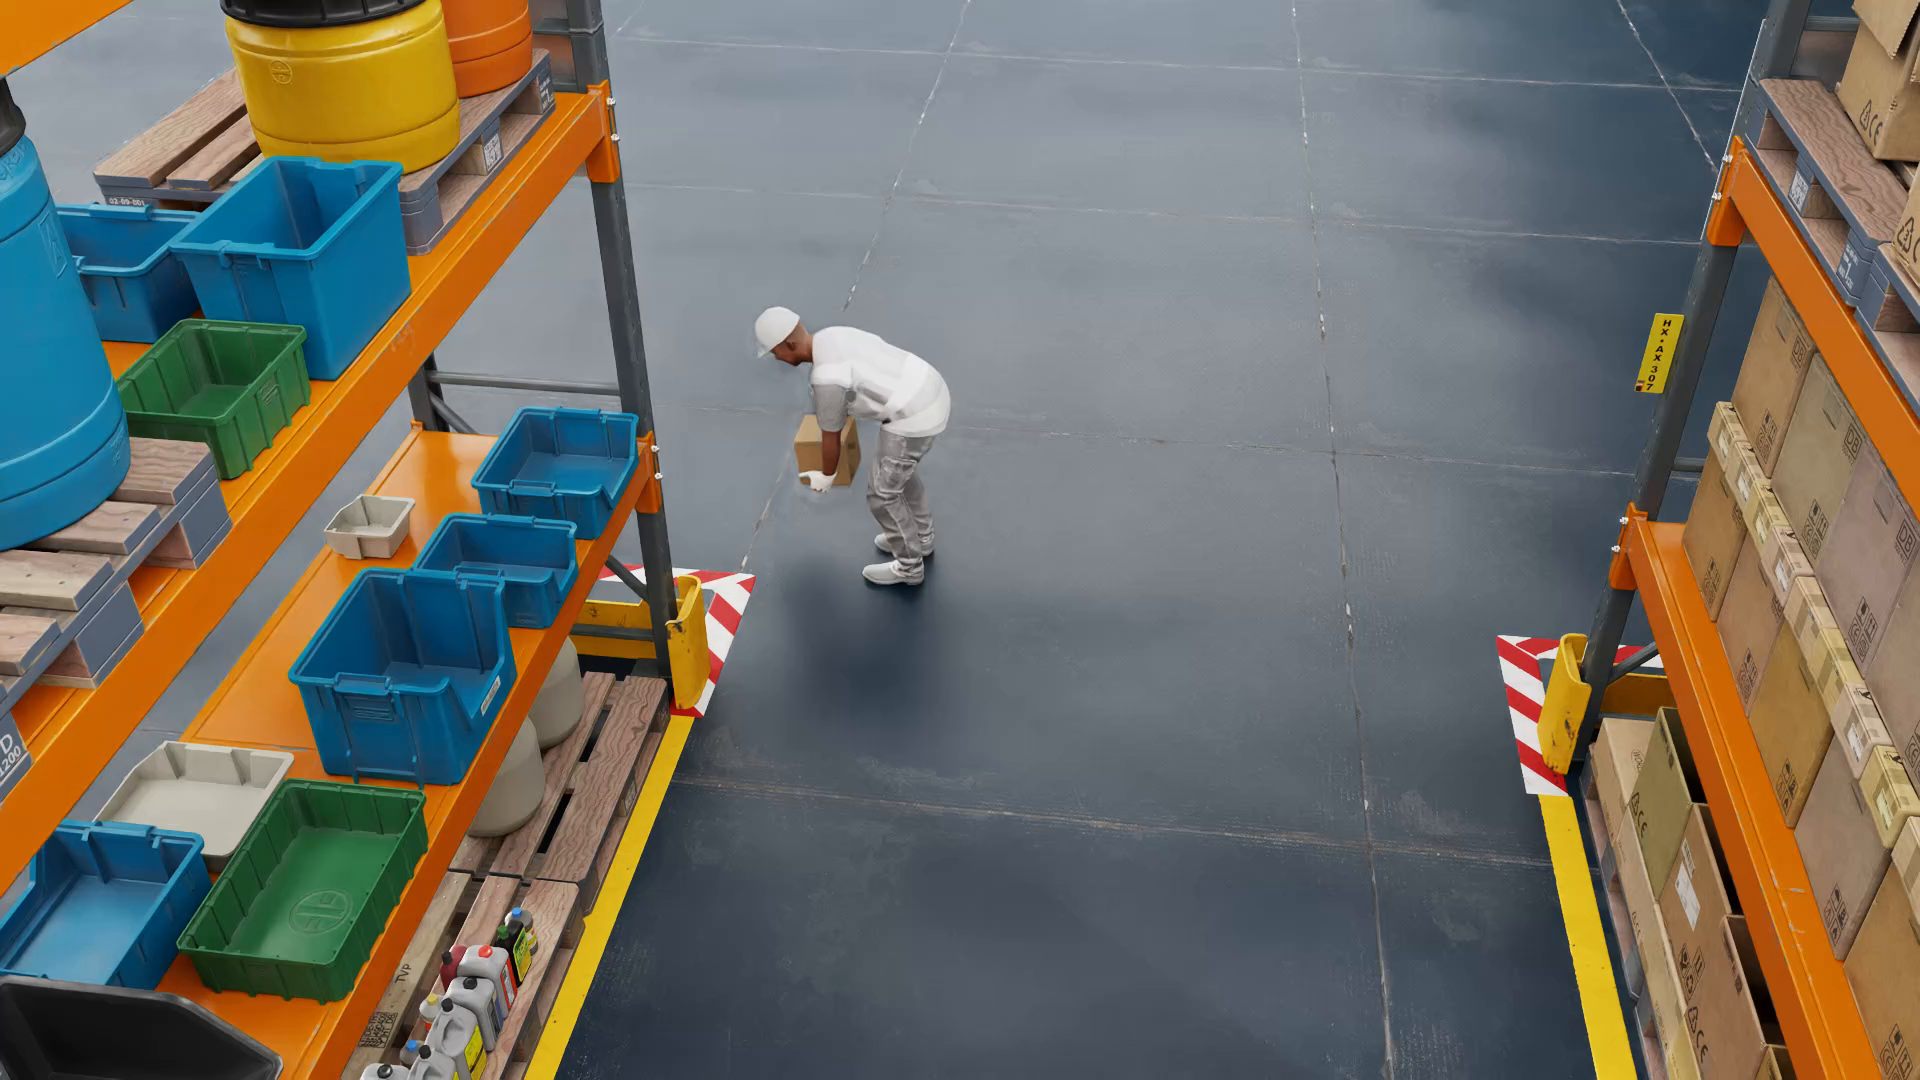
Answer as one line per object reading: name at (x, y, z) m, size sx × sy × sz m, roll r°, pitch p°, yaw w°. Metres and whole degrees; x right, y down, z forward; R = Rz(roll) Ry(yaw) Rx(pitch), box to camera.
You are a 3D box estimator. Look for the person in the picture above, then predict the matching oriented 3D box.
person at (-0.498, -0.466, 7.990) m, size 0.903 × 1.404 × 0.486 m, roll 5°, pitch 36°, yaw 7°
